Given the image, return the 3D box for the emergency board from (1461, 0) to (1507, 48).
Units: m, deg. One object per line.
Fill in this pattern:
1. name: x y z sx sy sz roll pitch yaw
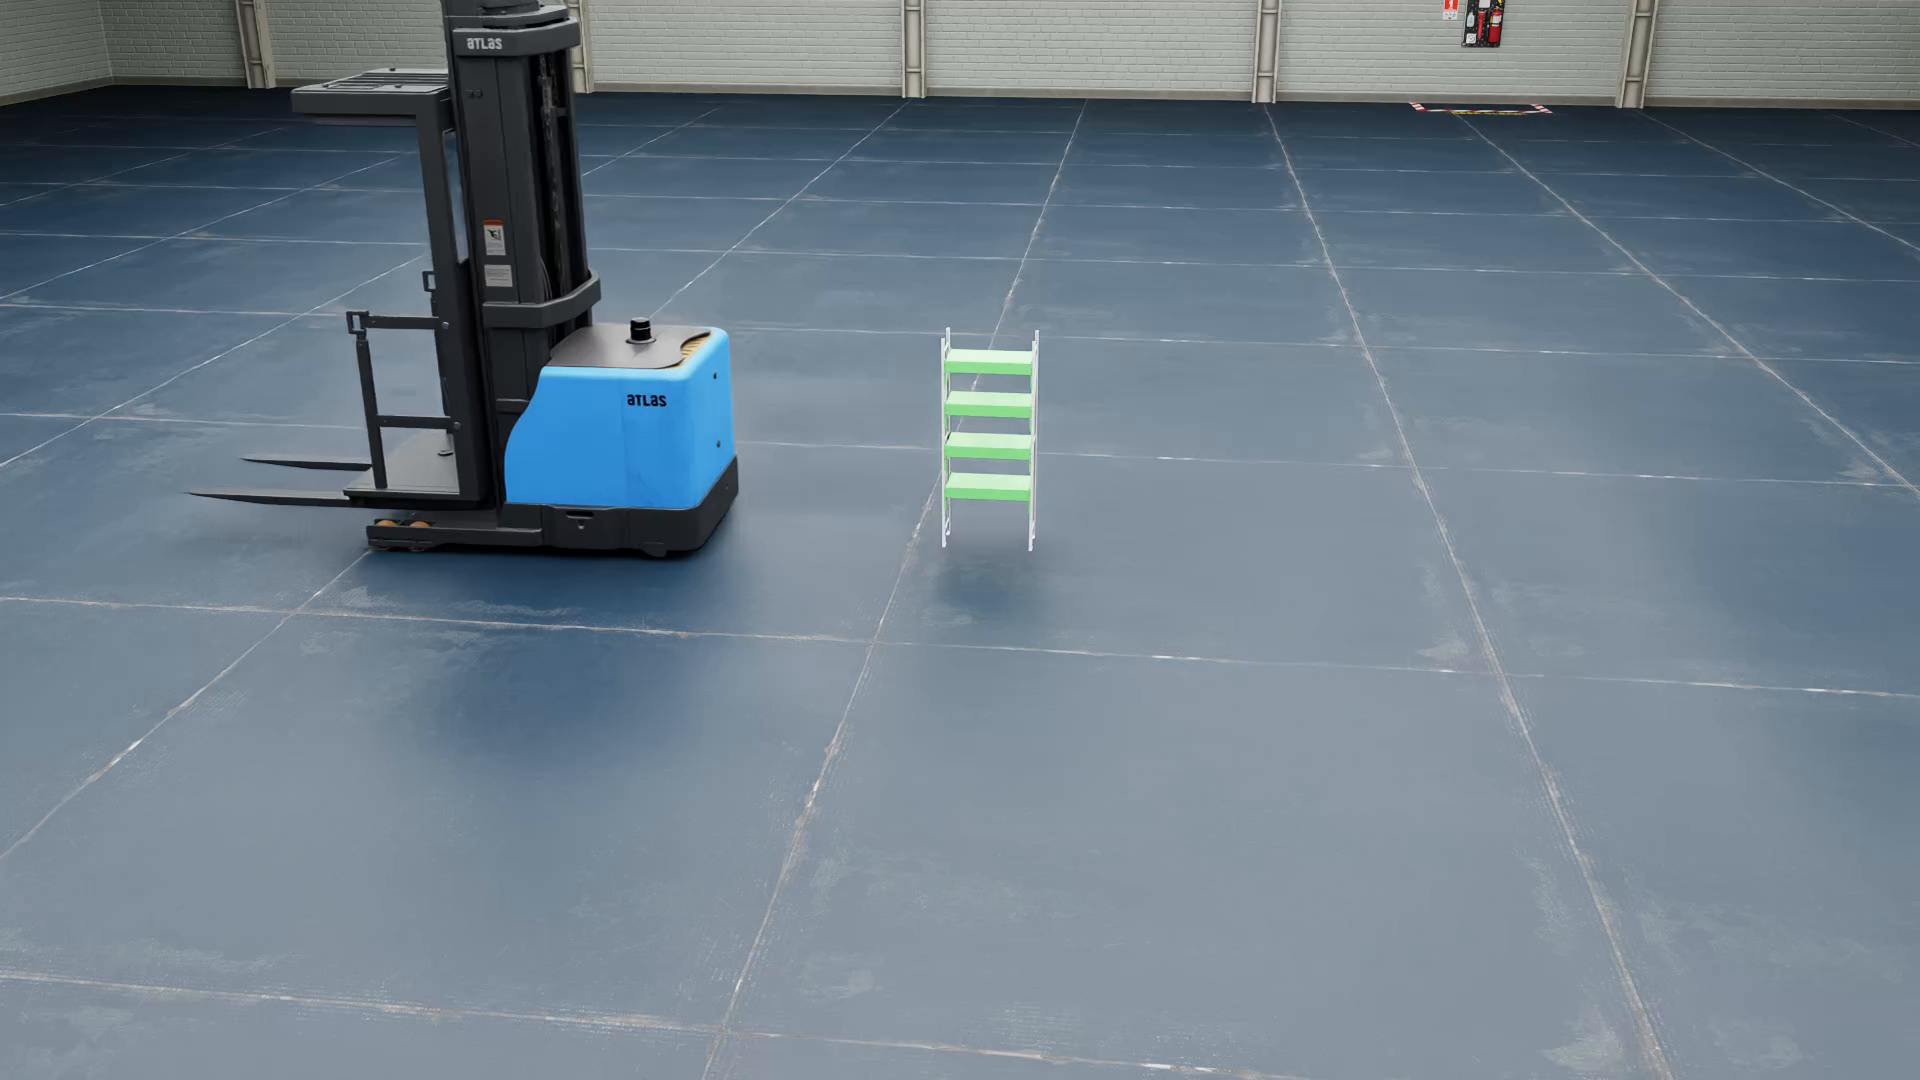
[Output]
1. emergency board: 8.675 -8.724 27.428 0.643 1.169 0.194 2 22 6

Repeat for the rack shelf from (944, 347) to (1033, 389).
1. rack shelf: 0.164 -0.938 9.048 0.480 0.148 0.258 2 22 6

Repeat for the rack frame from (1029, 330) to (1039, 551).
1. rack frame: 0.407 -0.540 9.174 0.015 1.200 0.240 2 22 6

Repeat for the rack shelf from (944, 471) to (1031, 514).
1. rack shelf: 0.164 -0.268 9.313 0.480 0.148 0.258 2 22 6

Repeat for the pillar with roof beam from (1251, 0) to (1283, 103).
1. pillar with roof beam: 4.660 -10.081 22.700 0.400 9.000 9.100 2 22 6

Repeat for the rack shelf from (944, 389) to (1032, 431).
1. rack shelf: 0.164 -0.715 9.136 0.480 0.148 0.258 2 22 6

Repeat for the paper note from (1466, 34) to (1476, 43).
1. paper note: 8.508 -8.348 27.673 0.142 0.148 0.016 2 22 6

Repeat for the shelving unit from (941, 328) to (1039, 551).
1. shelving unit: 0.164 -0.551 9.201 0.503 1.200 0.258 2 22 6

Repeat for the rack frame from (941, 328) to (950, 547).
1. rack frame: -0.078 -0.561 9.228 0.015 1.200 0.240 2 22 6

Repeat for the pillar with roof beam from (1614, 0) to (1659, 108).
1. pillar with roof beam: 10.618 -9.822 22.044 0.400 9.000 9.100 2 22 6

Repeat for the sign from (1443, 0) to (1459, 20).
1. sign: 8.138 -8.803 27.577 0.234 0.329 0.001 2 22 6

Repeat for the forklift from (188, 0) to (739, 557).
1. forklift: -2.878 -1.486 9.212 3.031 2.935 1.130 2 22 6

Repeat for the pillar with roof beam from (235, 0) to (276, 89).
1. pillar with roof beam: -13.215 -10.860 24.670 0.400 9.000 9.100 2 22 6

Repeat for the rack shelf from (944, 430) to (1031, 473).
1. rack shelf: 0.164 -0.491 9.225 0.480 0.148 0.258 2 22 6

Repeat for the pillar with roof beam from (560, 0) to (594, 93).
1. pillar with roof beam: -7.257 -10.601 24.013 0.400 9.000 9.100 2 22 6

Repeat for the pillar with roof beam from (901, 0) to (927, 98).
1. pillar with roof beam: -1.299 -10.341 23.357 0.400 9.000 9.100 2 22 6
